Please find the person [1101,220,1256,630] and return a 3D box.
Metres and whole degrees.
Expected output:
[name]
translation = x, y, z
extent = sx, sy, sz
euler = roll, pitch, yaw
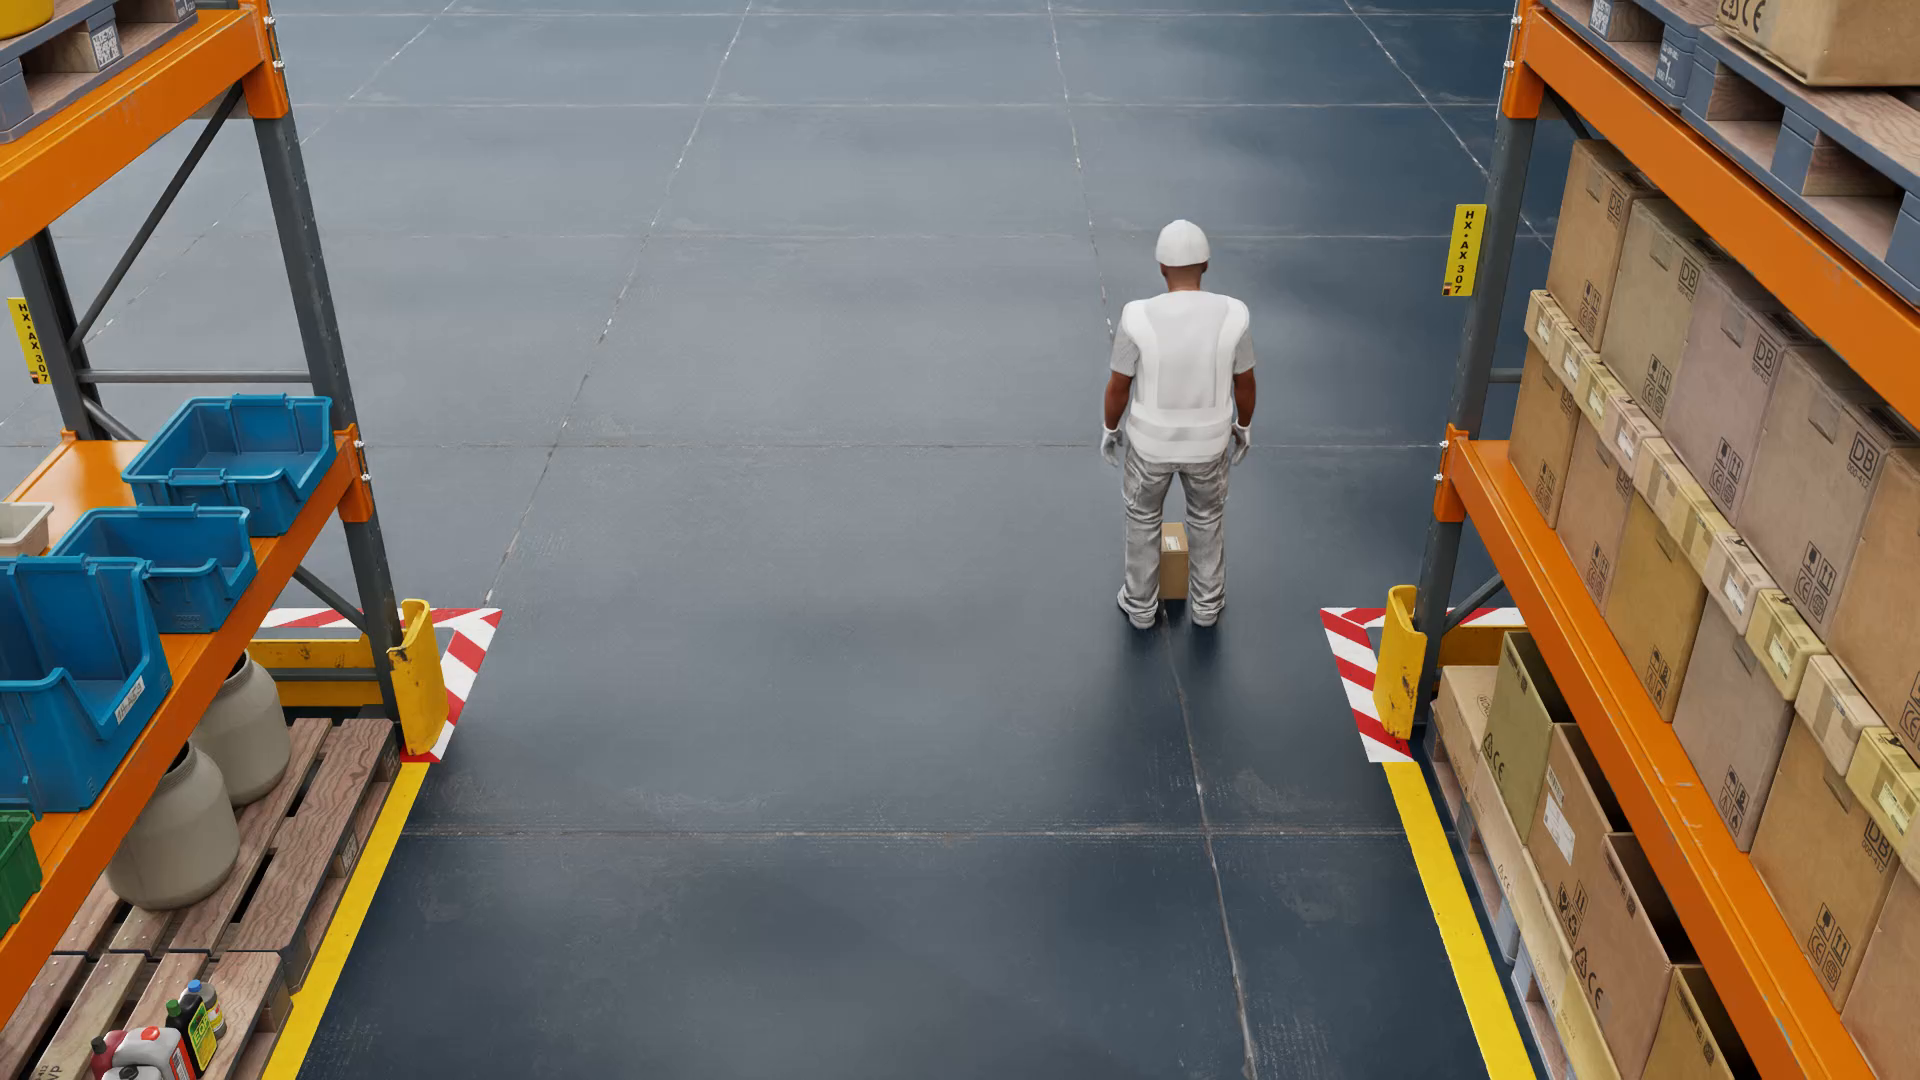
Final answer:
[person]
translation = 0.895, -0.439, 6.846
extent = 0.620, 1.774, 0.453
euler = 0, 31, -1
